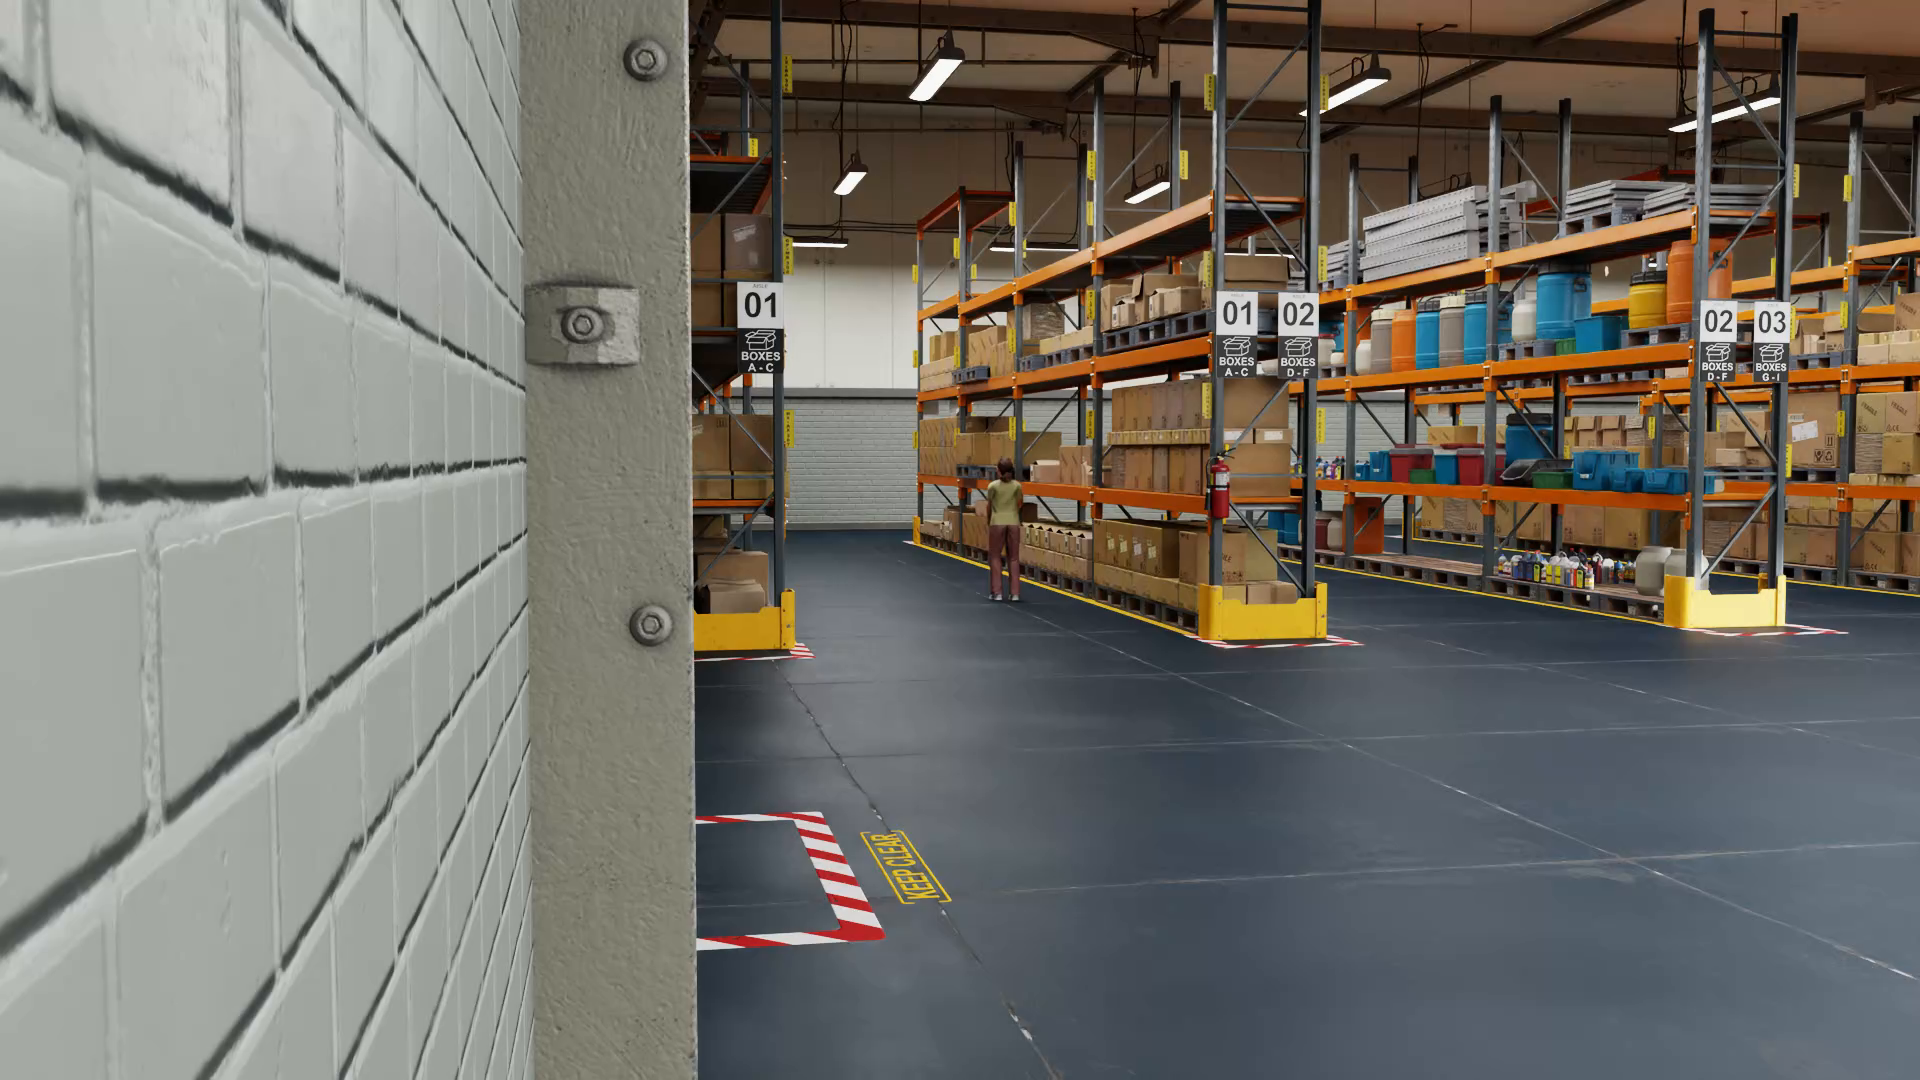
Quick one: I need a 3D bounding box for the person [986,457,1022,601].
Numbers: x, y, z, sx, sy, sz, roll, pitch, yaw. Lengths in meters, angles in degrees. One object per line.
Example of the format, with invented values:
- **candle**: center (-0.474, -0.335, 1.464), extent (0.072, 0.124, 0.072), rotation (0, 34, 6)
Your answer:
- **person**: center (0.503, -0.129, 19.304), extent (0.425, 1.665, 0.556), rotation (-1, 3, -10)
